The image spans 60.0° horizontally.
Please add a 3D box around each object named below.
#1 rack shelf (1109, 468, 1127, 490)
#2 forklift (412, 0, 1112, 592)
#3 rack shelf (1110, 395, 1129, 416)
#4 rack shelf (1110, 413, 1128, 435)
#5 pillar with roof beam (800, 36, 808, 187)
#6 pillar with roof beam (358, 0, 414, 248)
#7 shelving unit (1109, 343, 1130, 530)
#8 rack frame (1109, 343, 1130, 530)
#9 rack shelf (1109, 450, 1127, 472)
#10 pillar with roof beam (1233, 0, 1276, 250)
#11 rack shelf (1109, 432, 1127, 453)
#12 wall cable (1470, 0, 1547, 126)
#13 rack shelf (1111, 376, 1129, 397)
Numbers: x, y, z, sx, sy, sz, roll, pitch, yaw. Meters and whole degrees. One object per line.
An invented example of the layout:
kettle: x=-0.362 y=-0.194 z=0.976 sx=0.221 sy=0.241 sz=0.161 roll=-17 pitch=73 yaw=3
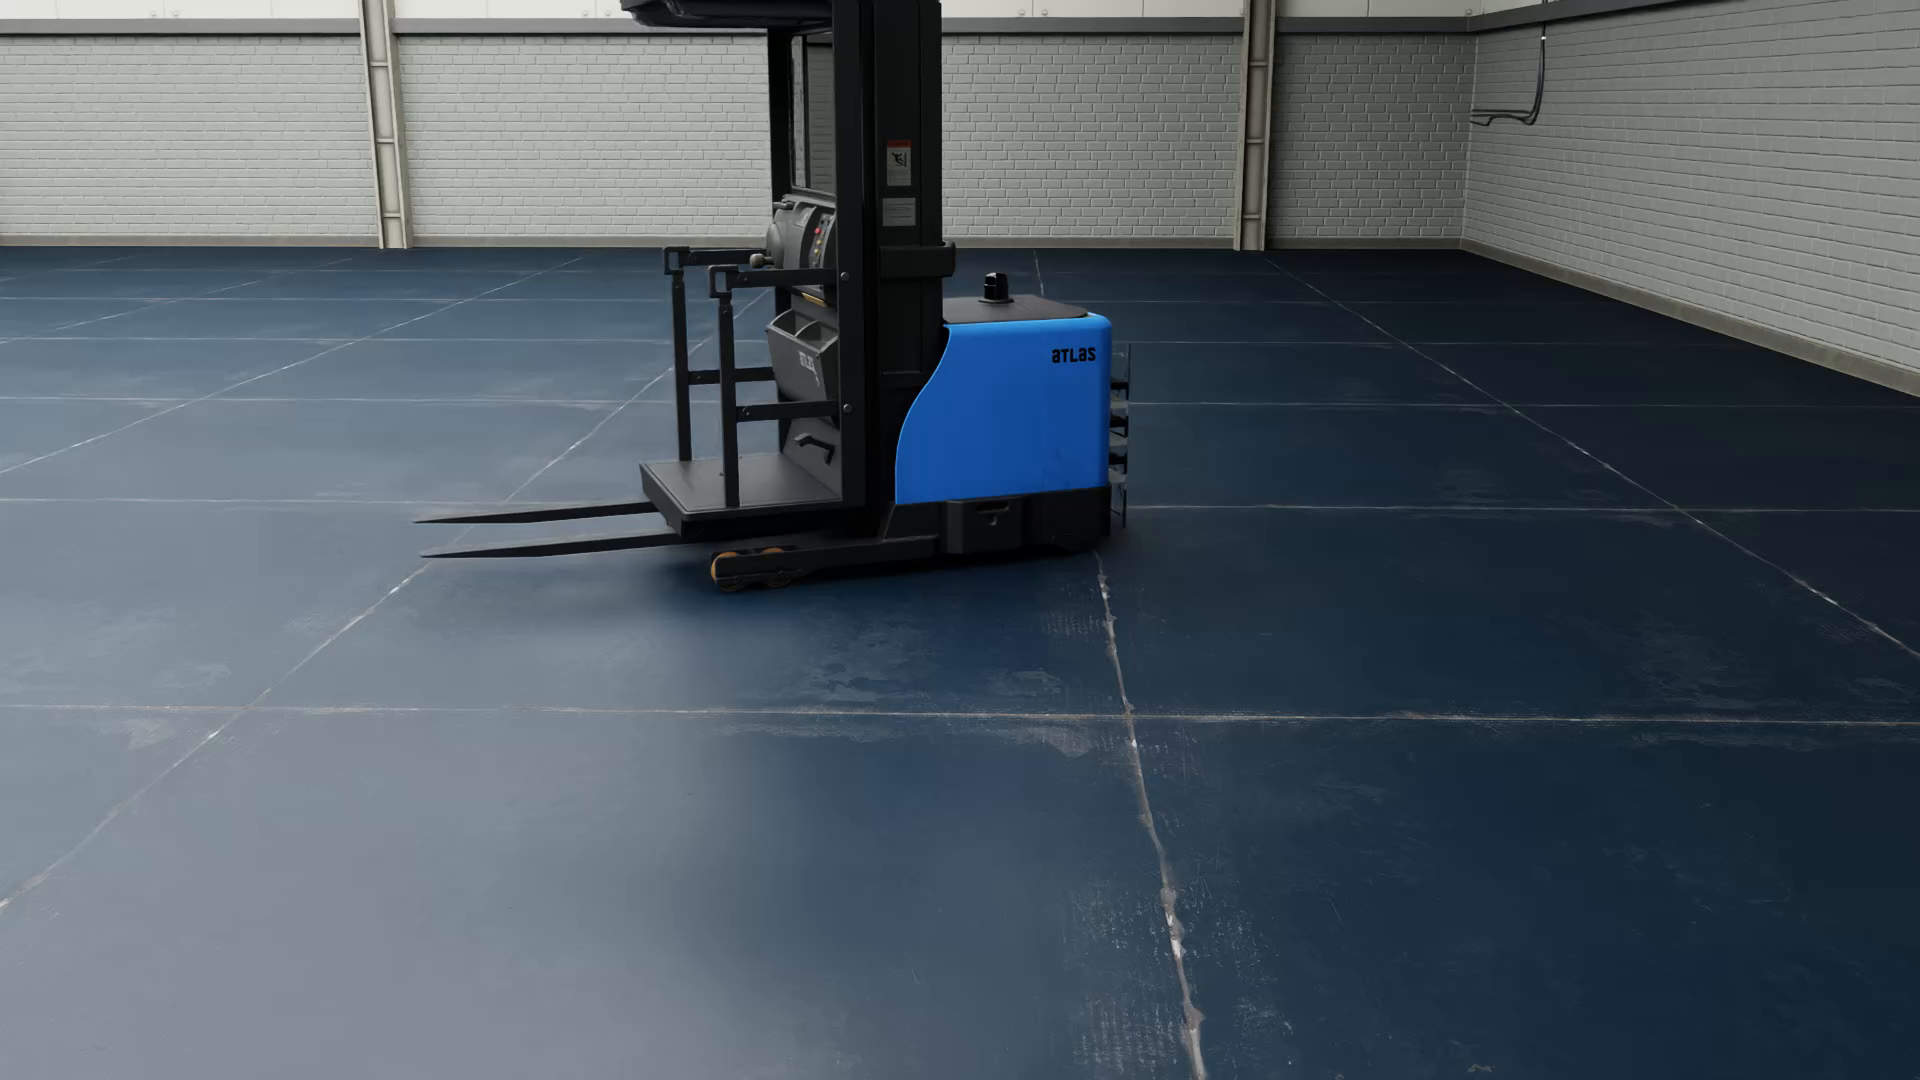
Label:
rack shelf: x=0.659 y=-0.298 z=8.042 sx=0.200 sy=0.077 sz=0.258 roll=-5 pitch=16 yaw=-20
forklift: x=-0.878 y=-1.352 z=7.217 sx=3.031 sy=2.935 sz=1.130 roll=-5 pitch=16 yaw=-20
rack shelf: x=0.659 y=-0.646 z=7.950 sx=0.200 sy=0.077 sz=0.258 roll=-5 pitch=16 yaw=-20
rack shelf: x=0.659 y=-0.559 z=7.973 sx=0.200 sy=0.077 sz=0.258 roll=-5 pitch=16 yaw=-20
pillar with roof beam: x=-2.074 y=-7.352 z=18.067 sx=0.400 sy=9.000 sz=9.100 roll=0 pitch=15 yaw=1
pillar with roof beam: x=-8.073 y=-7.391 z=18.215 sx=0.400 sy=9.000 sz=9.100 roll=0 pitch=15 yaw=1
shelving unit: x=0.659 y=-0.504 z=7.987 sx=0.210 sy=0.900 sz=0.258 roll=-5 pitch=16 yaw=-20
rack frame: x=0.755 y=-0.513 z=8.022 sx=0.006 sy=0.900 sz=0.240 roll=-5 pitch=16 yaw=-20
rack shelf: x=0.659 y=-0.385 z=8.019 sx=0.200 sy=0.077 sz=0.258 roll=-5 pitch=16 yaw=-20
pillar with roof beam: x=3.924 y=-7.313 z=17.918 sx=0.400 sy=9.000 sz=9.100 roll=0 pitch=15 yaw=1
rack shelf: x=0.659 y=-0.472 z=7.996 sx=0.200 sy=0.077 sz=0.258 roll=-5 pitch=16 yaw=-20
wall cable: x=6.945 y=-6.553 z=21.125 sx=0.112 sy=2.526 sz=3.097 roll=0 pitch=15 yaw=1
rack shelf: x=0.659 y=-0.733 z=7.927 sx=0.200 sy=0.077 sz=0.258 roll=-5 pitch=16 yaw=-20
